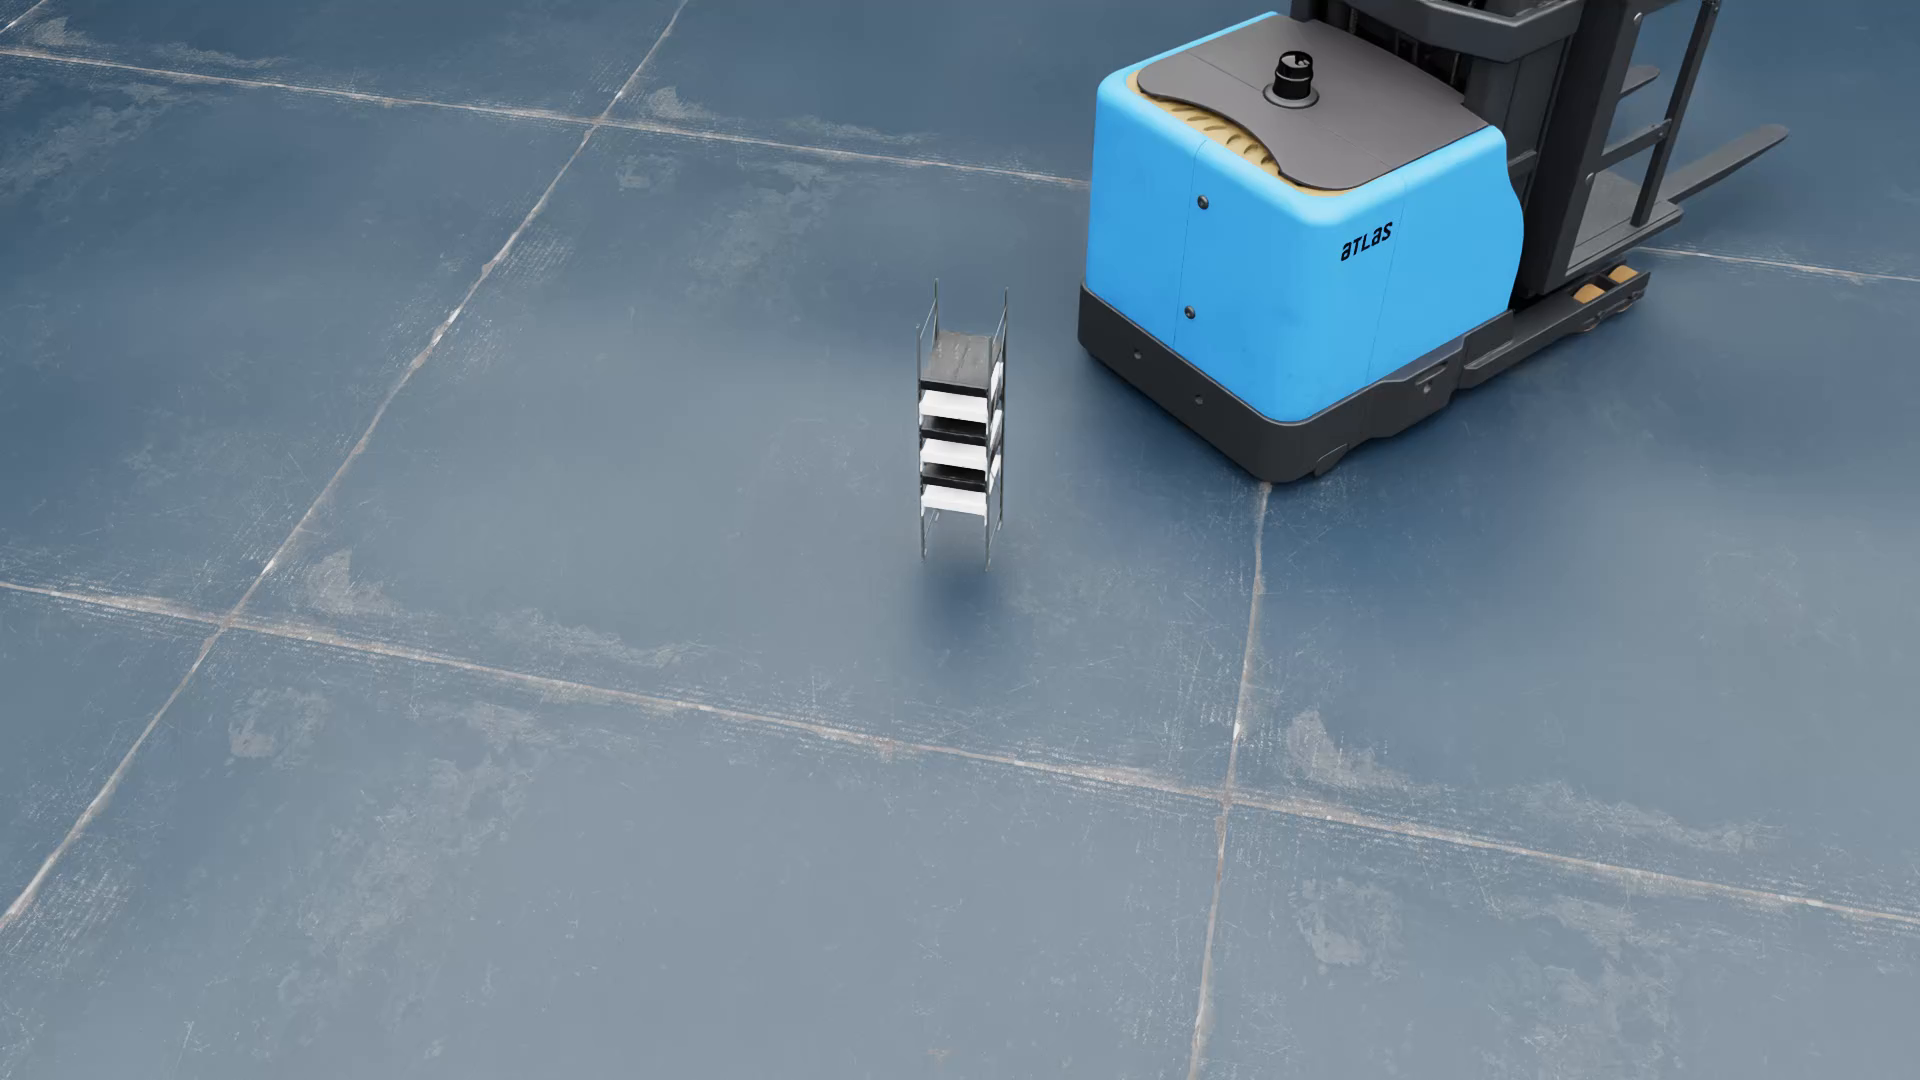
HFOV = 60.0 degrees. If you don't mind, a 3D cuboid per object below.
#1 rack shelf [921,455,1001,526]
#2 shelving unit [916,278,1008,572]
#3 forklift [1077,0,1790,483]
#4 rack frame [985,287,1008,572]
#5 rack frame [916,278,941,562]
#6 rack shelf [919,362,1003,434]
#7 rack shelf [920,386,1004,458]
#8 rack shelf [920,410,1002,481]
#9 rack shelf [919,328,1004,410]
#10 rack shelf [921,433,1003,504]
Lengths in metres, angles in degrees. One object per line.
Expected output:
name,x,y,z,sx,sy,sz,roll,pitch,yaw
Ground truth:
rack shelf,0.008,-0.169,5.085,0.200,0.077,0.258,9,45,9
shelving unit,0.008,-0.323,4.937,0.210,0.900,0.258,9,45,9
forklift,1.898,-2.081,5.298,3.031,2.935,1.130,-28,50,-26
rack frame,0.107,-0.308,4.921,0.006,0.900,0.240,9,45,9
rack frame,-0.091,-0.338,4.953,0.006,0.900,0.240,9,45,9
rack shelf,0.008,-0.429,4.835,0.200,0.077,0.258,9,45,9
rack shelf,0.008,-0.364,4.897,0.200,0.077,0.258,9,45,9
rack shelf,0.008,-0.299,4.960,0.200,0.077,0.258,9,45,9
rack shelf,0.008,-0.493,4.773,0.200,0.077,0.258,9,45,9
rack shelf,0.008,-0.234,5.022,0.200,0.077,0.258,9,45,9
